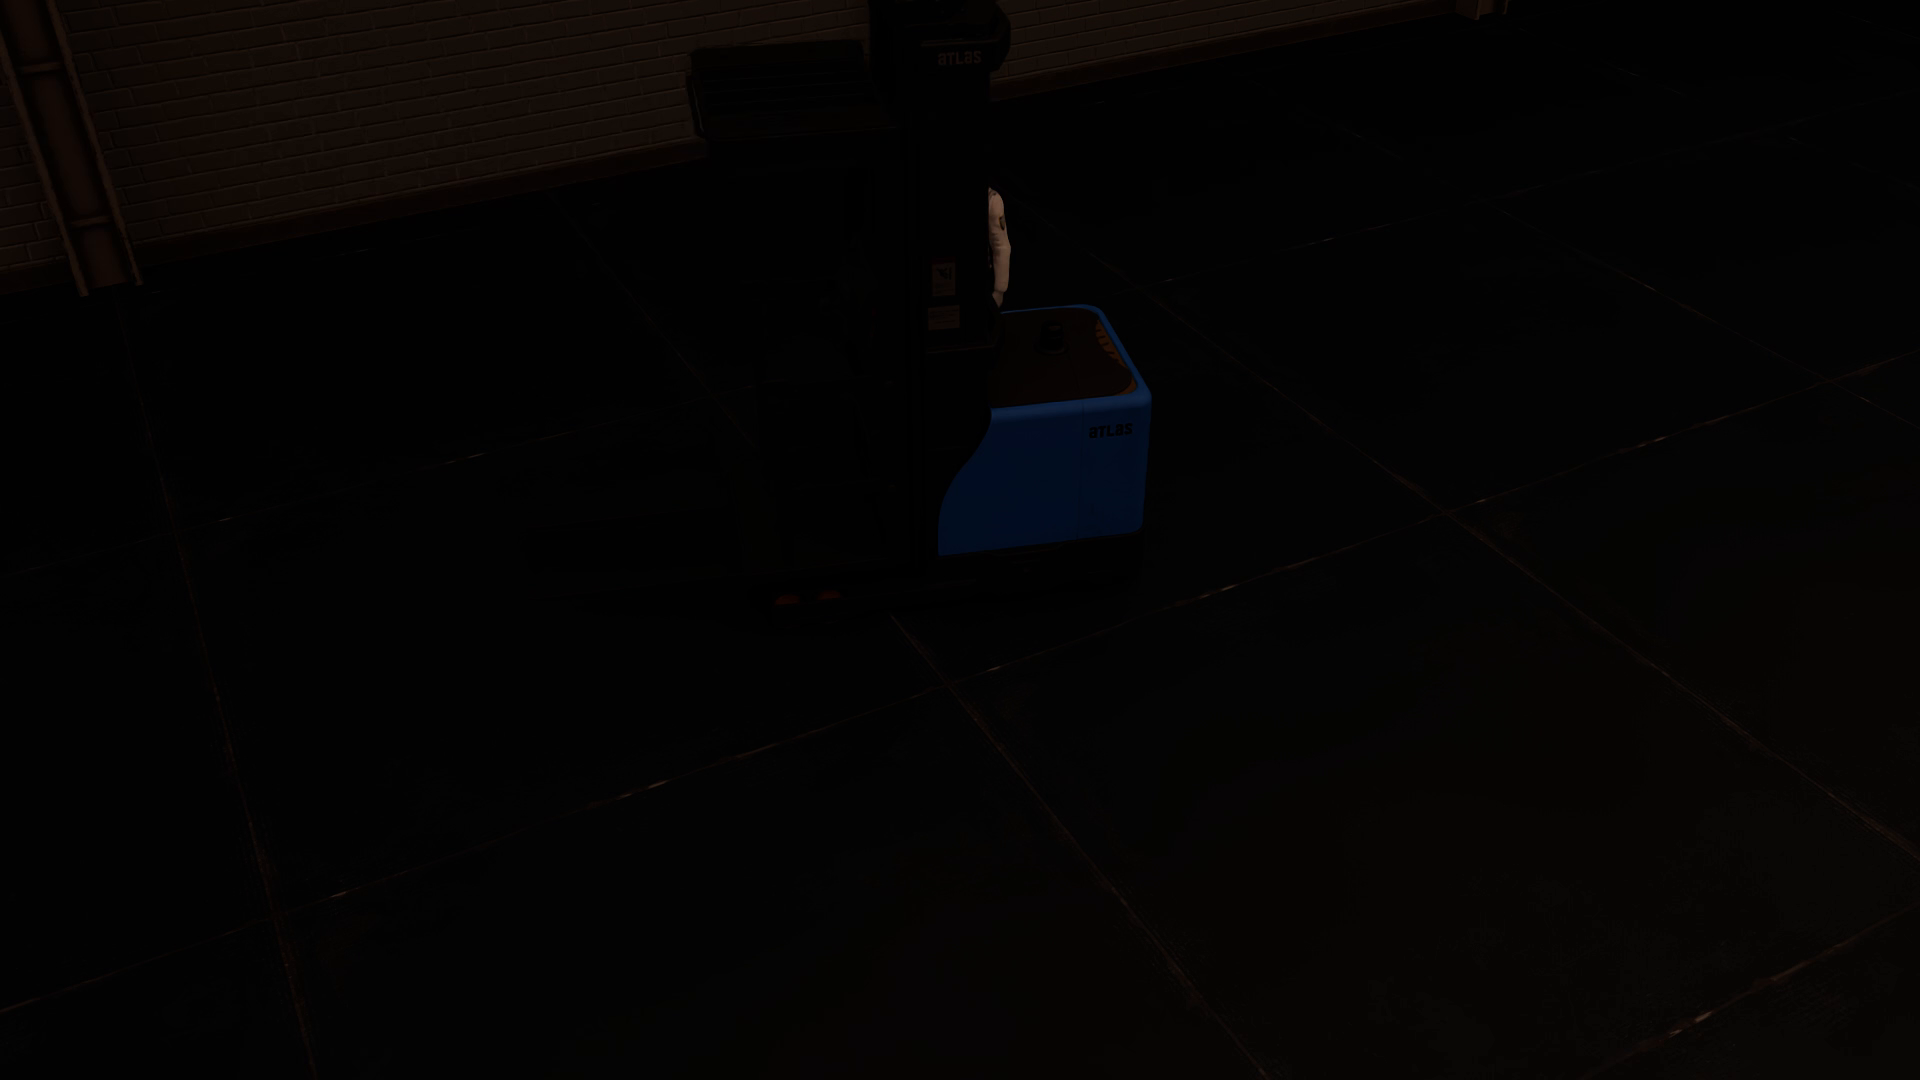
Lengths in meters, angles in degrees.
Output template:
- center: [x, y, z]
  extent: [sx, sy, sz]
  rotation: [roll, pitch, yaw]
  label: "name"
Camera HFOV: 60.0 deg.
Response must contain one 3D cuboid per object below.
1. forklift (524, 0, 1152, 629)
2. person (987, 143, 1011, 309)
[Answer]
- center: [-0.652, -1.100, 7.680]
  extent: [3.031, 2.935, 1.130]
  rotation: [-7, 36, -9]
  label: "forklift"
- center: [-0.031, -1.395, 9.155]
  extent: [0.586, 1.694, 0.530]
  rotation: [9, 36, 13]
  label: "person"
